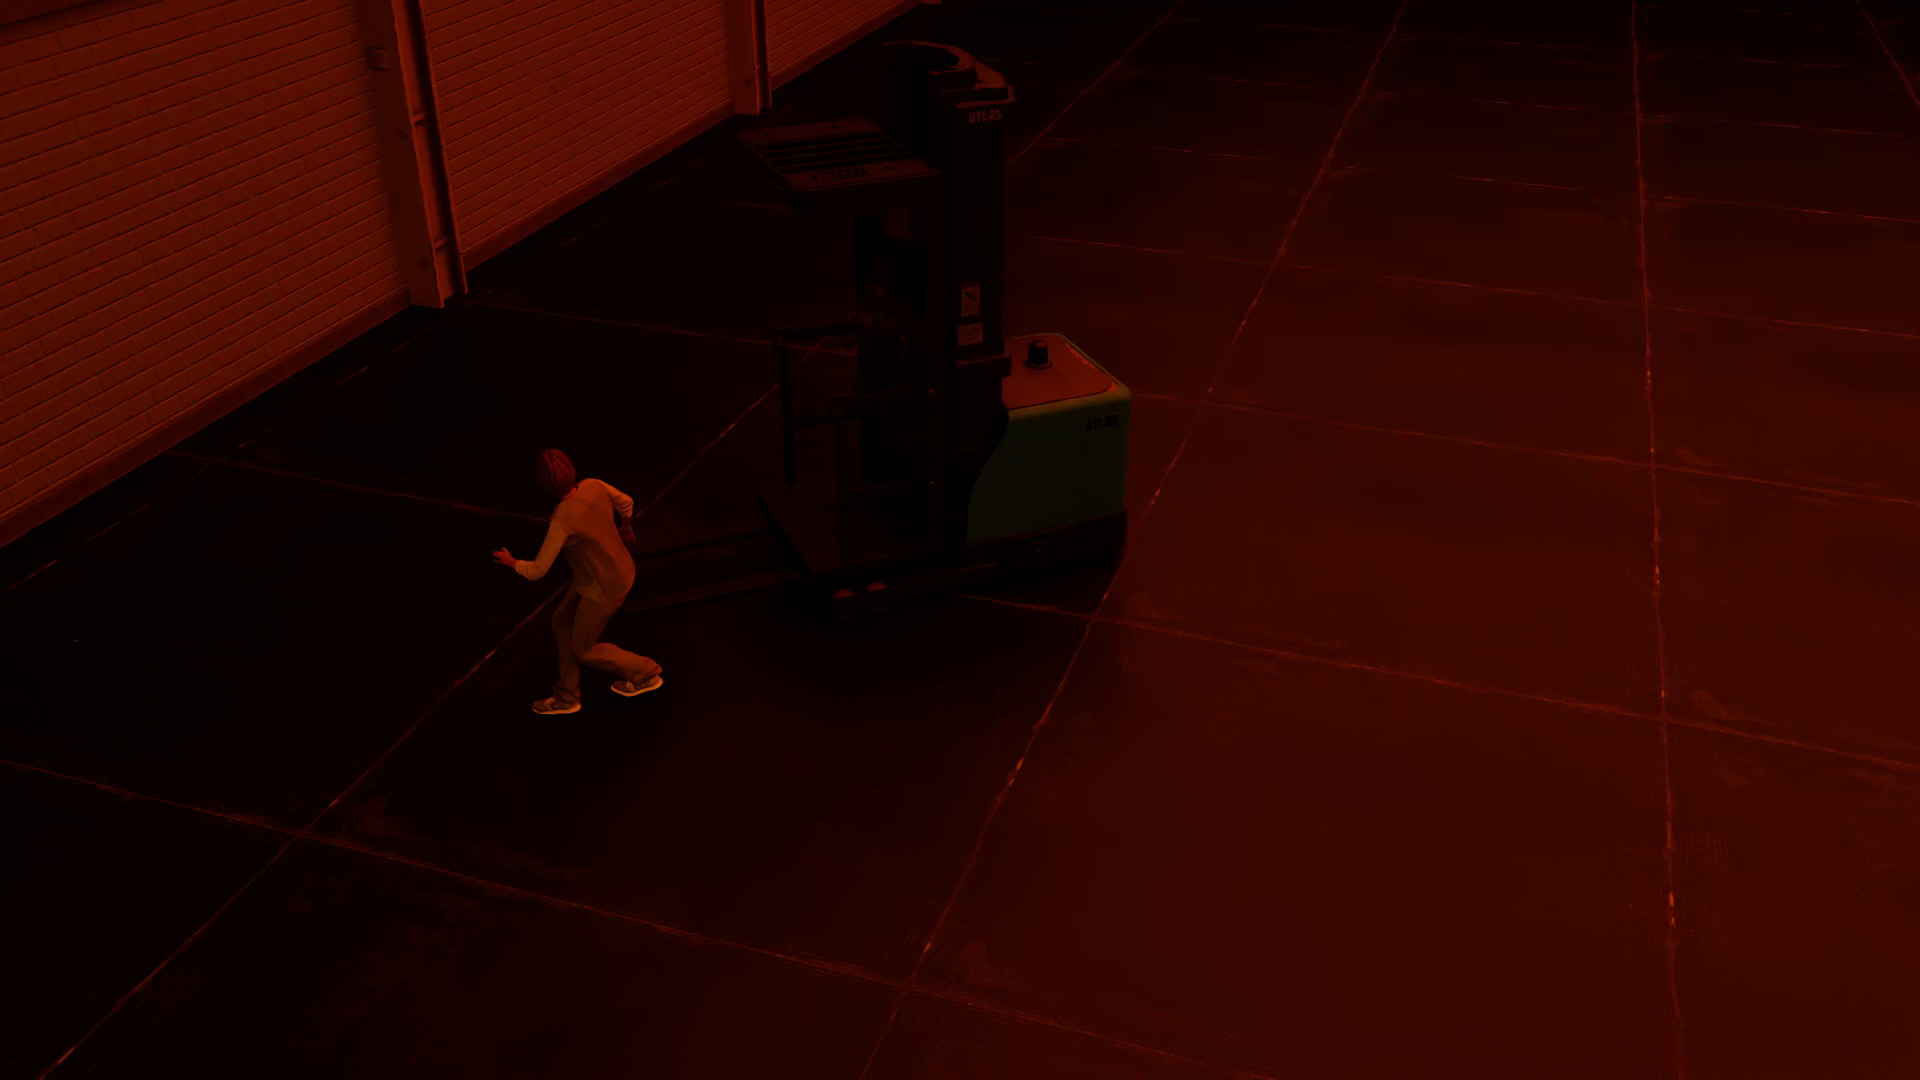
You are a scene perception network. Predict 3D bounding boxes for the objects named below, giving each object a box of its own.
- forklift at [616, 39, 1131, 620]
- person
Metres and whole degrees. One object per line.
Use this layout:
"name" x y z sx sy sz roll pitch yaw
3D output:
"forklift" -0.578 -1.125 9.111 3.031 2.935 1.130 -12 32 -20
"person" -1.920 0.166 8.347 0.764 1.480 0.702 2 30 3
